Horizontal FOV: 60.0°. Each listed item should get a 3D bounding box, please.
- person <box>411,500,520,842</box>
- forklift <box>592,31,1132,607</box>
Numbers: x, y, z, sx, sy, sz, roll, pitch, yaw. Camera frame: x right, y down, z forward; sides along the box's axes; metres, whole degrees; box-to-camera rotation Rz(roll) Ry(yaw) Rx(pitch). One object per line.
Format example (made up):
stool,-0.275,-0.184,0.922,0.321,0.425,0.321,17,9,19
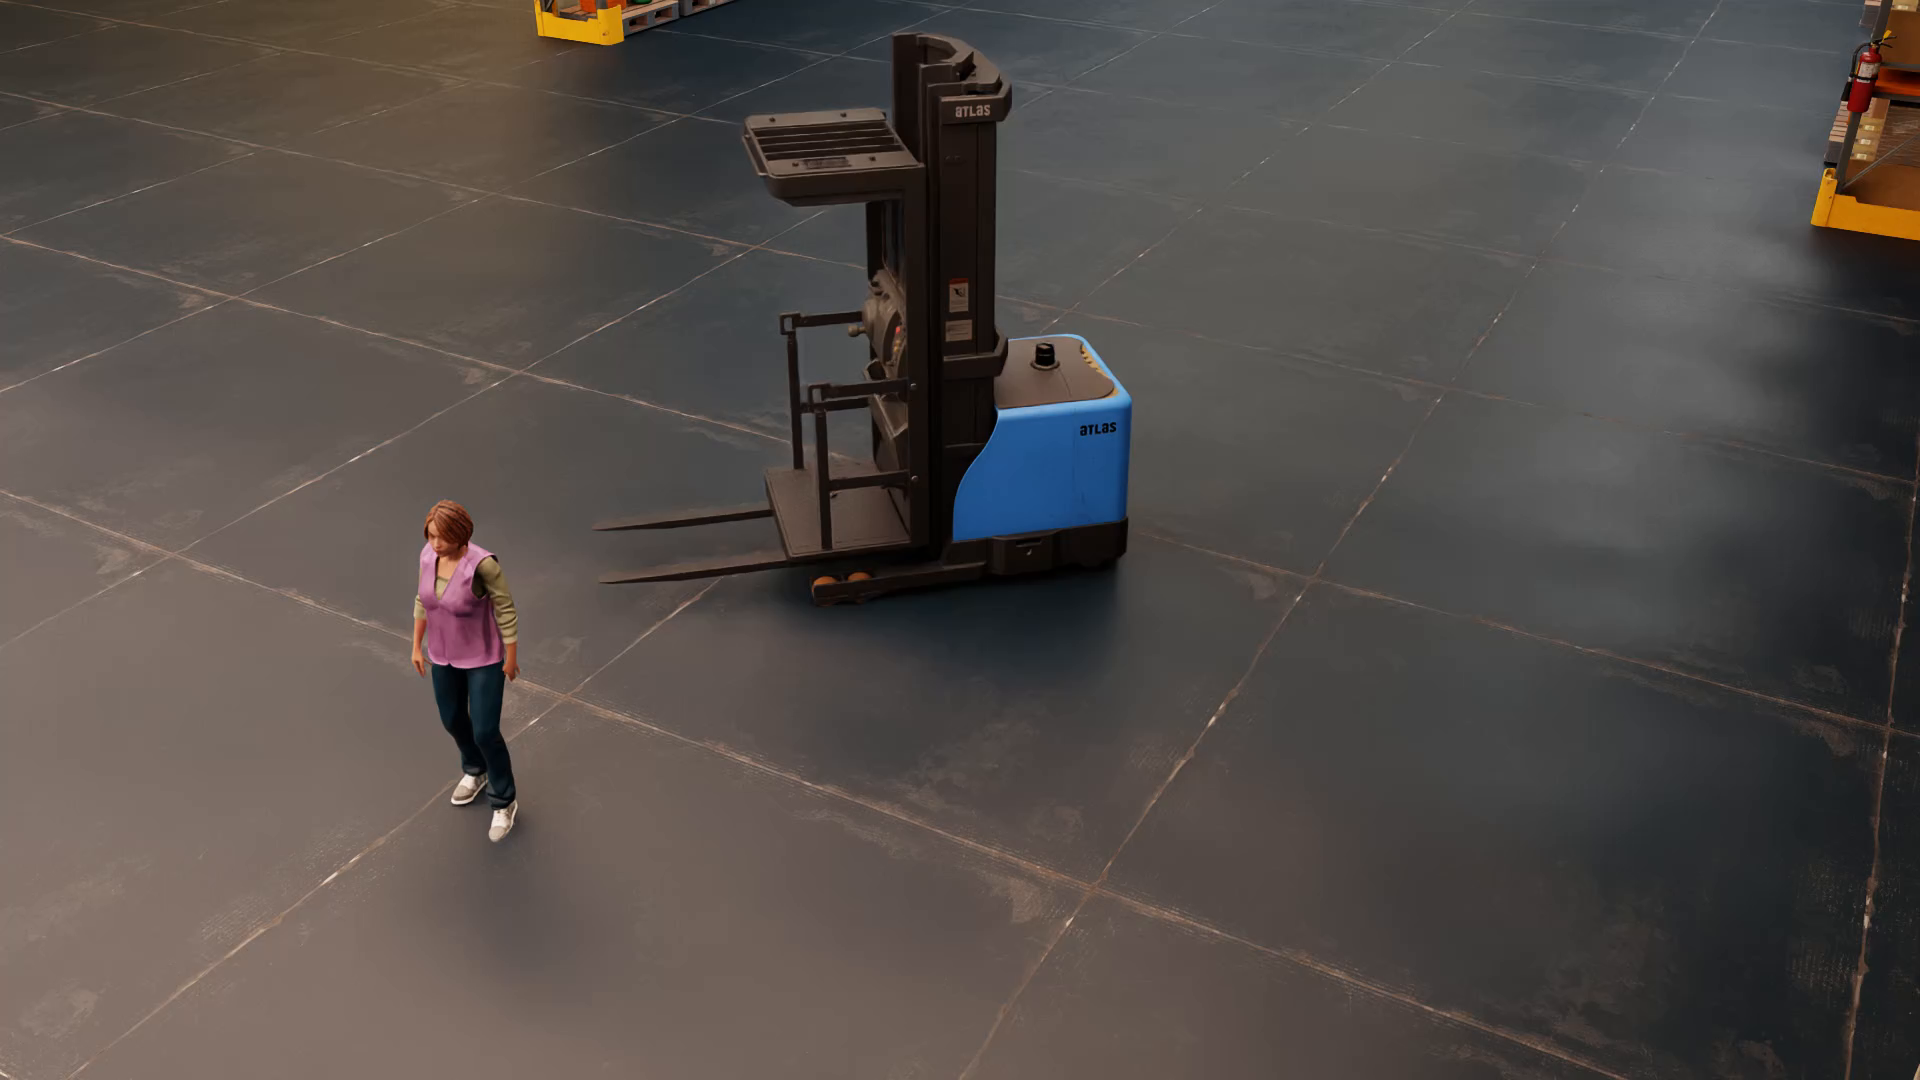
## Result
person,-2.244,0.573,7.459,0.494,1.623,0.439,11,32,18
forklift,-0.600,-1.186,9.126,3.031,2.935,1.130,-7,31,-12
